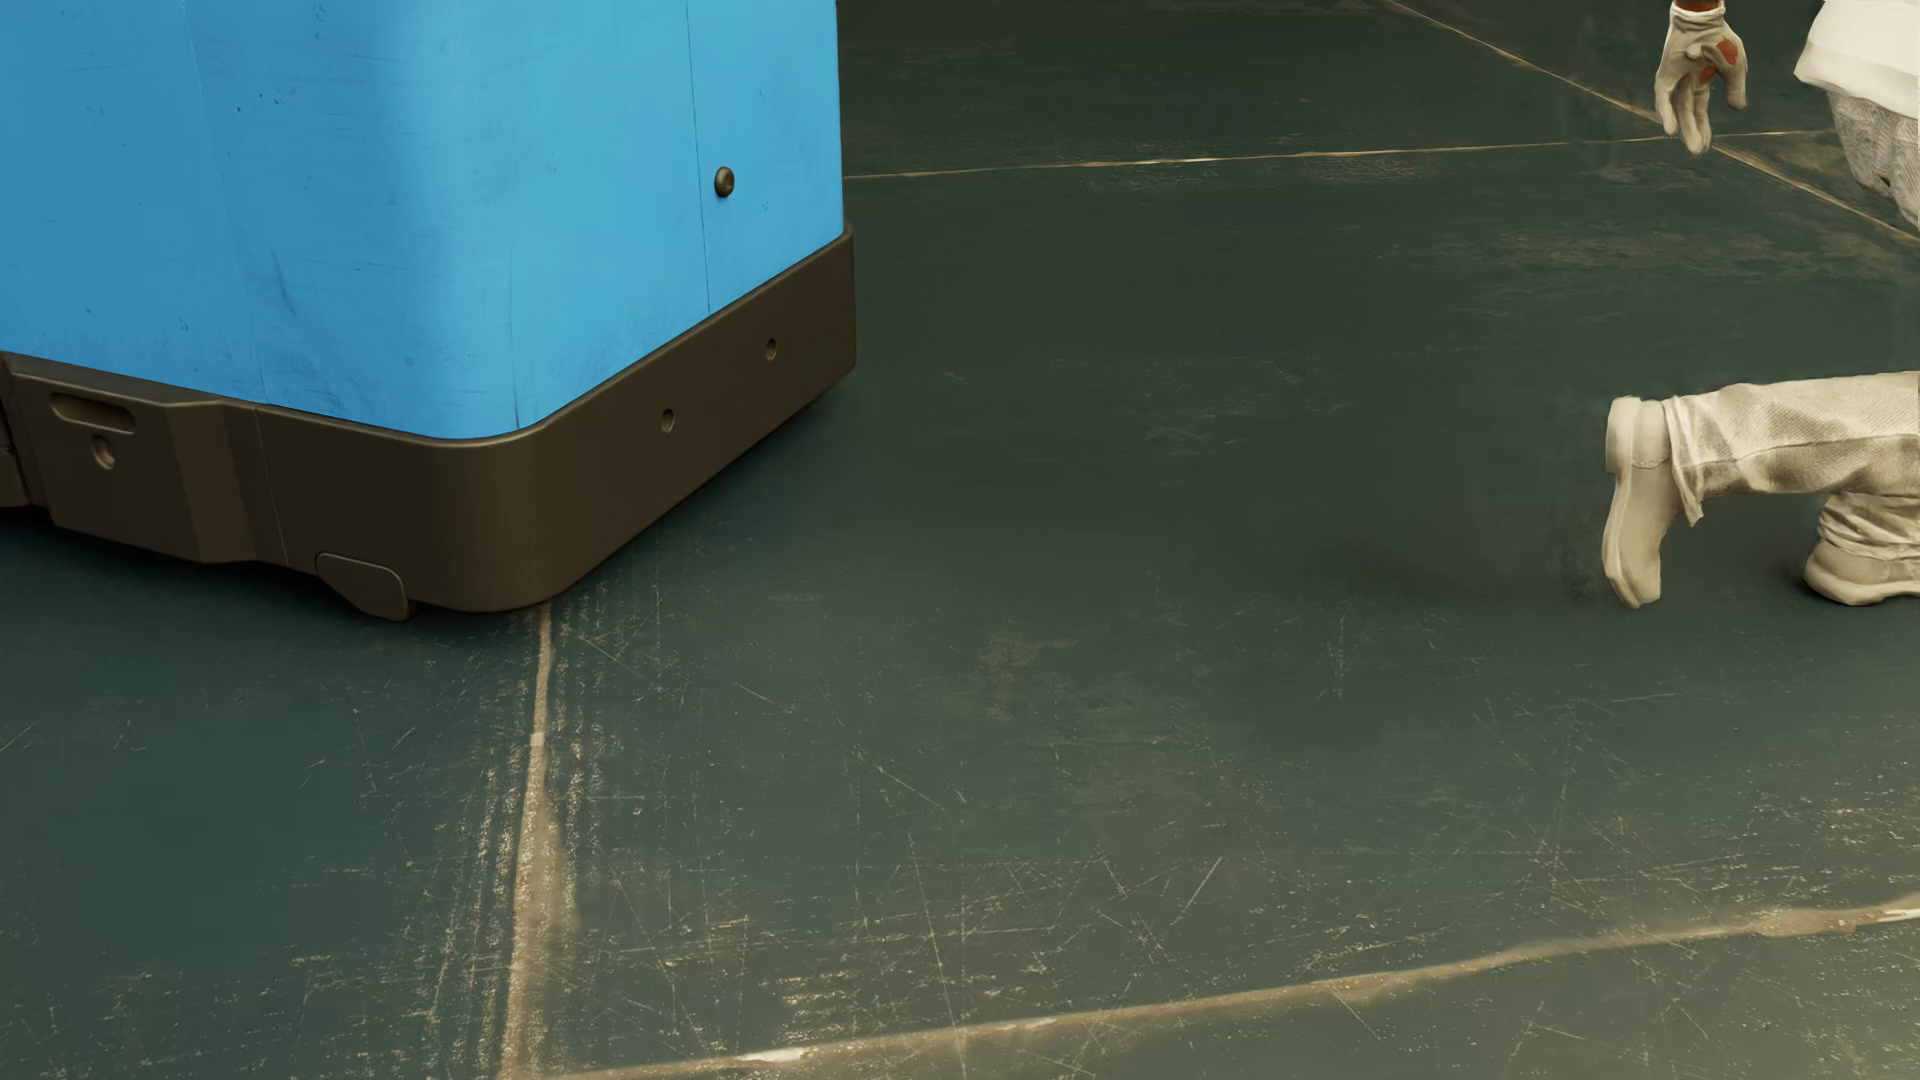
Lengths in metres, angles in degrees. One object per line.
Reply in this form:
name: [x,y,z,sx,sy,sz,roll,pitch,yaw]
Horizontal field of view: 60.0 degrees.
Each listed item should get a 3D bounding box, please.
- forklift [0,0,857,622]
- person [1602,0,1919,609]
forklift: [-1.747,-1.629,2.443,3.031,2.935,1.130,12,30,21]
person: [1.221,-0.616,2.037,0.827,1.550,0.679,-7,29,-12]
